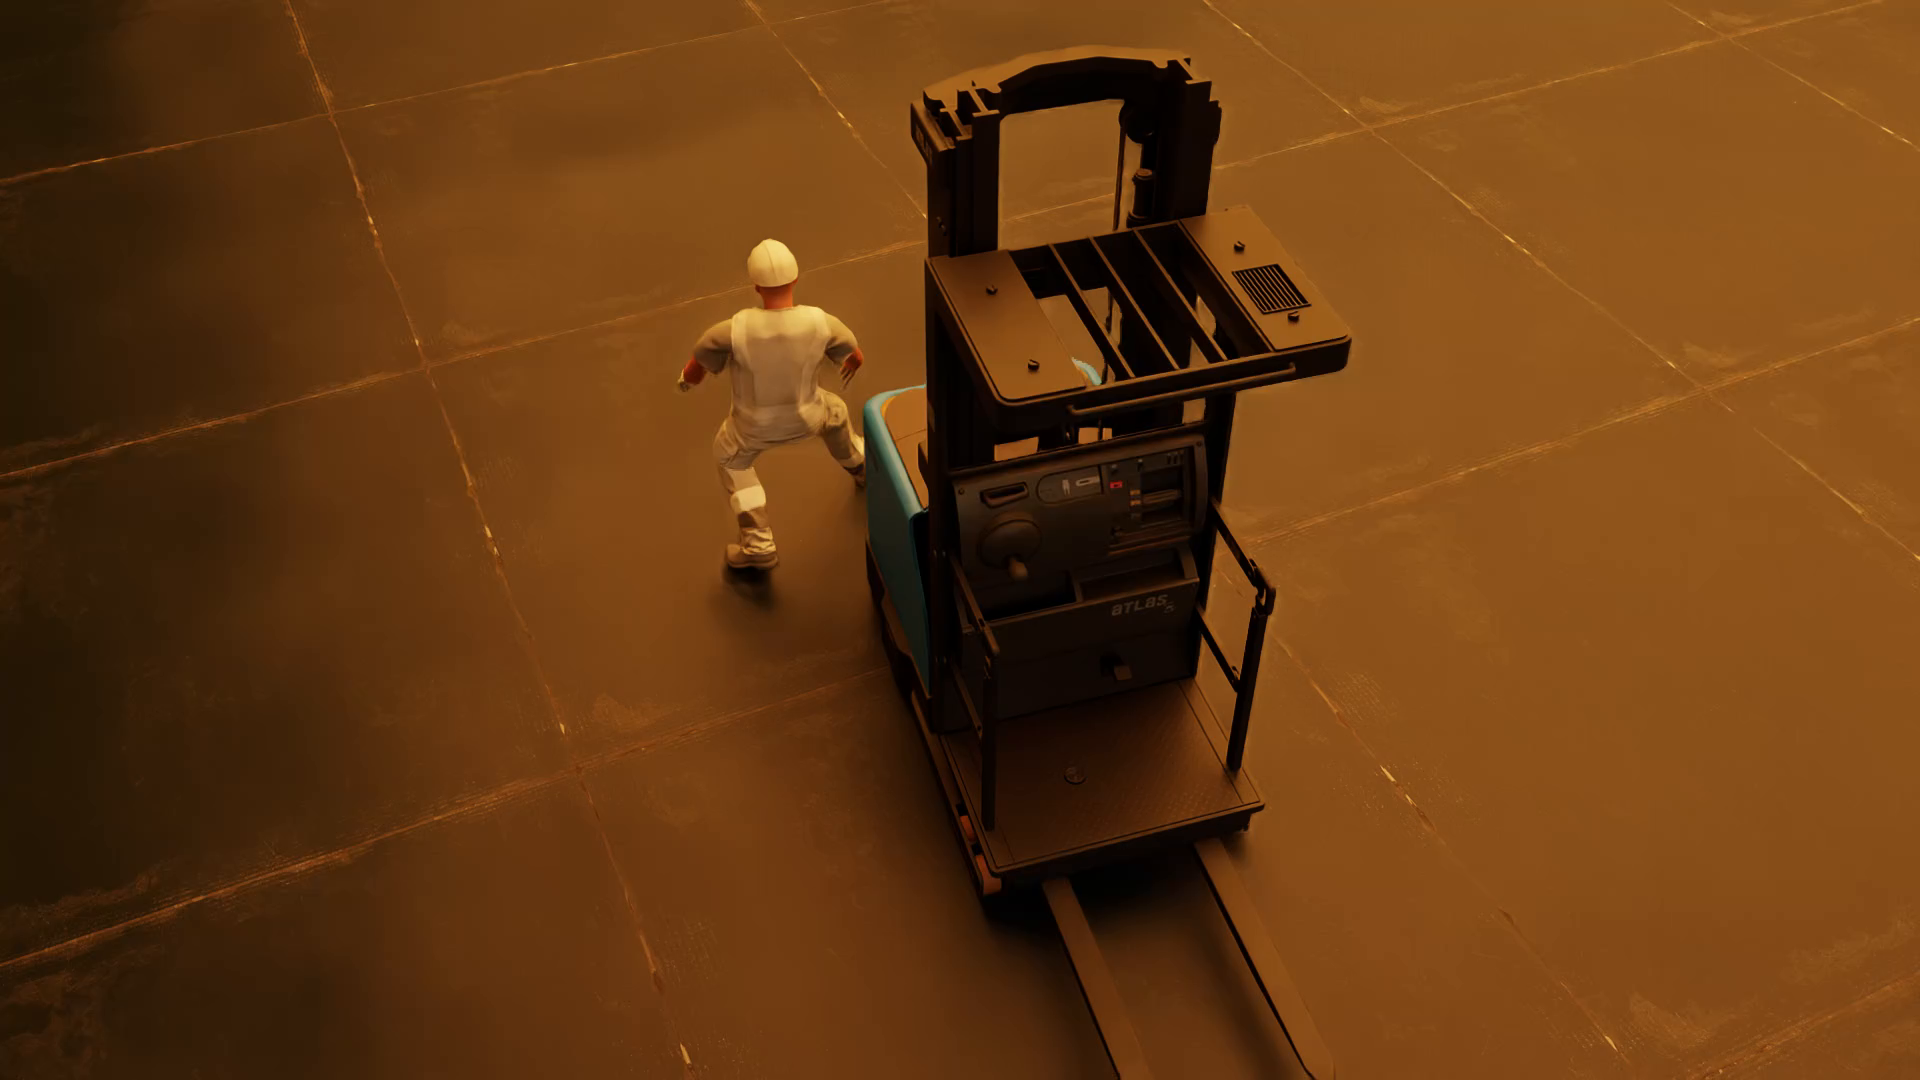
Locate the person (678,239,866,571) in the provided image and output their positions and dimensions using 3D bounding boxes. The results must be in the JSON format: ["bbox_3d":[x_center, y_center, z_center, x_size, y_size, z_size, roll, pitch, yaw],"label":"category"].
[{"bbox_3d":[-0.790,-0.709,7.394,0.908,1.644,0.883,-7,43,-8],"label":"person"}]

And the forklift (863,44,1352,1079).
[{"bbox_3d":[0.497,-0.022,5.704,1.130,2.935,3.031,-12,44,-12],"label":"forklift"}]
